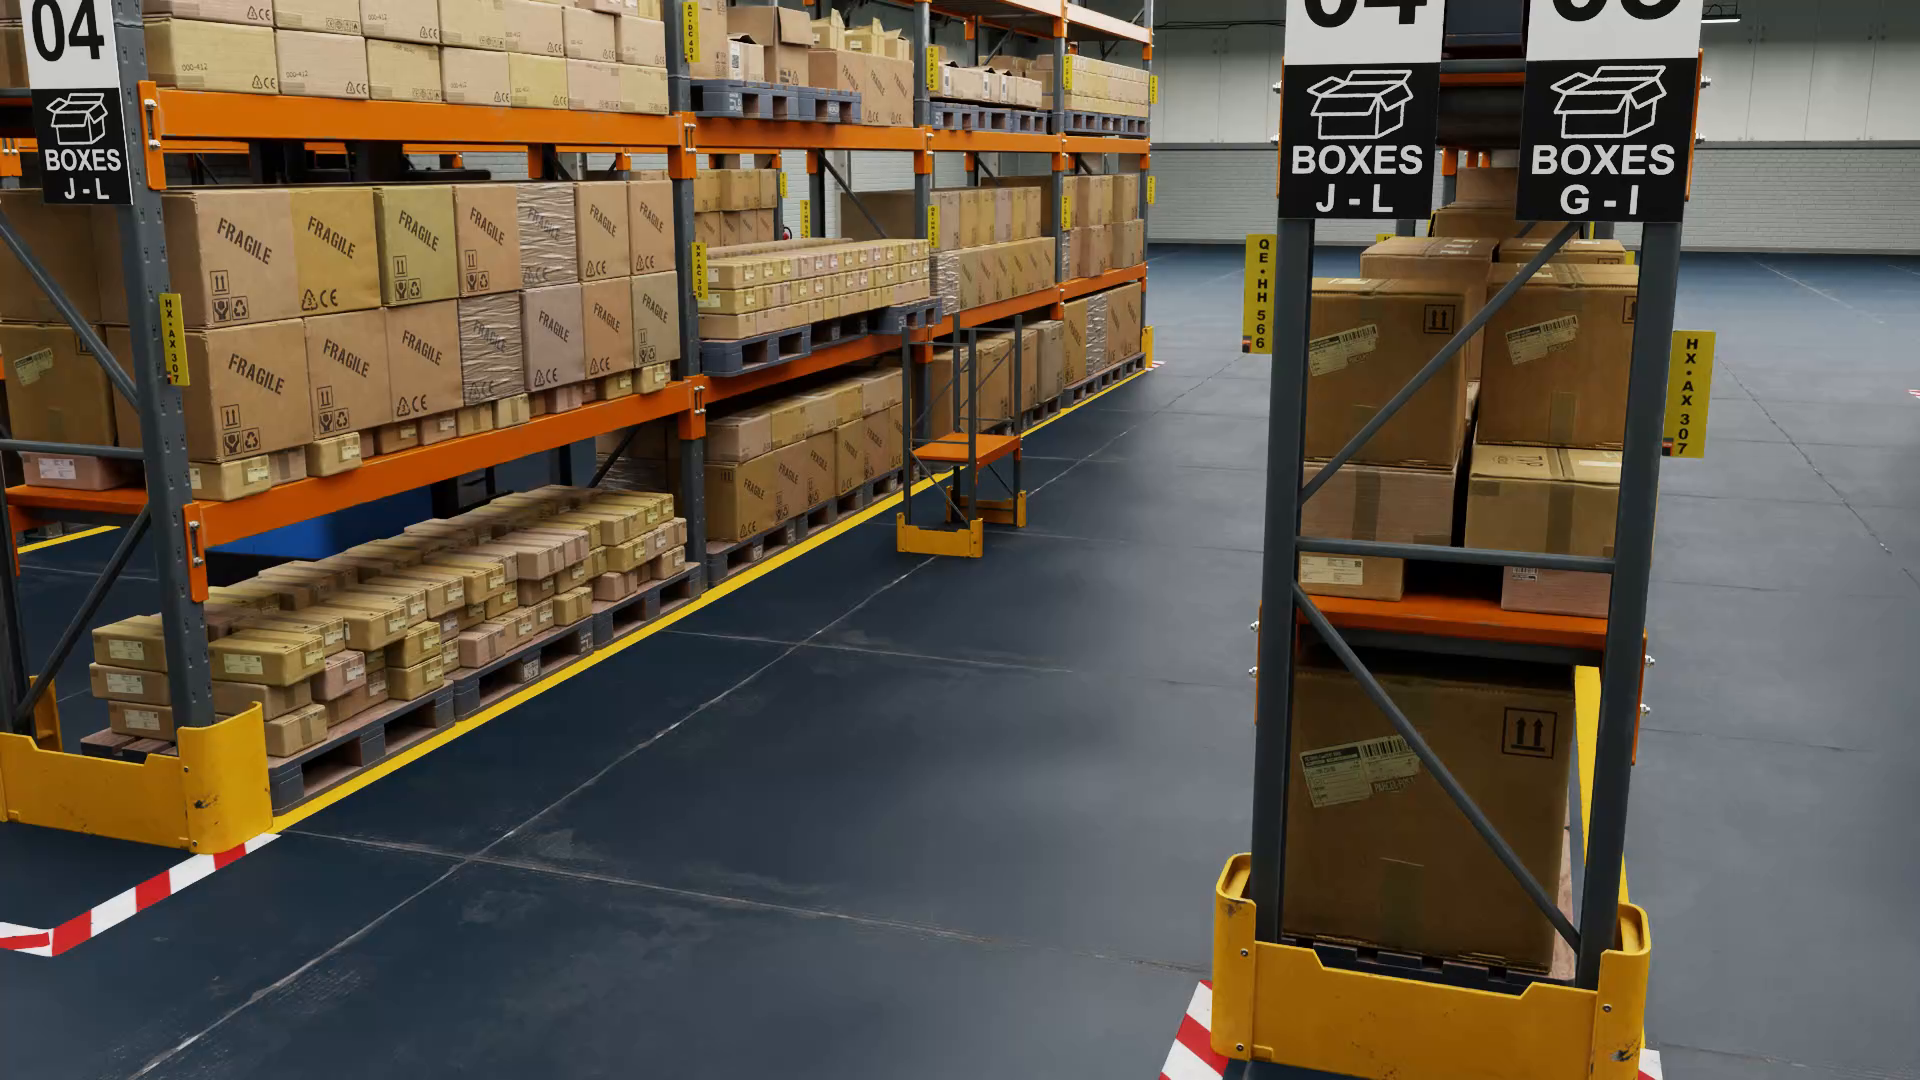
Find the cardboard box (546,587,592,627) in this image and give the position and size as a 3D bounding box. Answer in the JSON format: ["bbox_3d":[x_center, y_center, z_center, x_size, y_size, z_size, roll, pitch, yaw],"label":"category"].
[{"bbox_3d":[-2.165,0.337,8.736,0.380,0.149,0.250,4,14,18],"label":"cardboard box"}]

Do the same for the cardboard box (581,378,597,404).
[{"bbox_3d":[-2.168,-0.811,8.864,0.380,0.149,0.250,4,13,17],"label":"cardboard box"}]

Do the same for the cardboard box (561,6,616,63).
[{"bbox_3d":[-2.114,-2.582,8.534,0.500,0.250,0.500,4,13,16],"label":"cardboard box"}]

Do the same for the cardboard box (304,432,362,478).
[{"bbox_3d":[-2.724,-0.363,6.902,0.380,0.149,0.250,4,13,17],"label":"cardboard box"}]

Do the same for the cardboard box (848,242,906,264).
[{"bbox_3d":[-0.625,-2.144,12.425,0.380,0.149,0.250,5,14,20],"label":"cardboard box"}]

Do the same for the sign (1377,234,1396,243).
[{"bbox_3d":[2.118,-1.358,8.273,0.100,0.325,0.005,4,14,18],"label":"sign"}]

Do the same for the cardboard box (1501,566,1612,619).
[{"bbox_3d":[1.767,0.118,4.793,0.380,0.149,0.250,5,14,19],"label":"cardboard box"}]

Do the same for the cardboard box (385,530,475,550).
[{"bbox_3d":[-2.746,0.057,8.623,0.380,0.149,0.250,4,13,16],"label":"cardboard box"}]

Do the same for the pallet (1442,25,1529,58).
[{"bbox_3d":[1.963,-1.787,6.034,1.003,0.211,1.213,4,14,18],"label":"pallet"}]

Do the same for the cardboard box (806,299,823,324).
[{"bbox_3d":[-1.130,-1.523,11.042,0.380,0.149,0.250,4,13,16],"label":"cardboard box"}]

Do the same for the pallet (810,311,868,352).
[{"bbox_3d":[-1.333,-1.503,11.761,1.003,0.211,1.213,4,14,18],"label":"pallet"}]

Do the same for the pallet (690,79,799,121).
[{"bbox_3d":[-1.725,-2.667,10.112,1.213,0.211,1.003,4,14,18],"label":"pallet"}]

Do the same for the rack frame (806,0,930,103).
[{"bbox_3d":[-0.732,-4.941,12.911,1.000,3.000,0.127,4,14,18],"label":"rack frame"}]

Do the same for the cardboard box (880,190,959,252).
[{"bbox_3d":[-0.415,-2.752,14.335,0.700,0.500,0.500,4,13,18],"label":"cardboard box"}]

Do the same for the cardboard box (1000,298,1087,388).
[{"bbox_3d":[0.832,-2.154,18.017,0.875,0.875,0.875,5,14,19],"label":"cardboard box"}]

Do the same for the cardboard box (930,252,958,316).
[{"bbox_3d":[-0.331,-2.140,13.897,0.500,0.500,0.500,5,14,19],"label":"cardboard box"}]

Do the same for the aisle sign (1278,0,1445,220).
[{"bbox_3d":[1.033,-1.227,4.280,0.394,0.787,0.004,4,14,18],"label":"aisle sign"}]

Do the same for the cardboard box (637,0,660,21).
[{"bbox_3d":[-1.868,-2.915,9.097,0.380,0.149,0.250,4,13,16],"label":"cardboard box"}]

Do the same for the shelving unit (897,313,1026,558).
[{"bbox_3d":[0.025,-0.747,11.391,0.587,1.500,1.083,4,14,18],"label":"shelving unit"}]

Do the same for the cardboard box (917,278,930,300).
[{"bbox_3d":[-0.456,-1.961,12.960,0.380,0.149,0.250,5,14,19],"label":"cardboard box"}]

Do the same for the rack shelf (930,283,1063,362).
[{"bbox_3d":[-0.085,-2.086,15.504,1.077,0.370,4.000,4,14,18],"label":"rack shelf"}]

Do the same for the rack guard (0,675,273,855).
[{"bbox_3d":[-3.296,0.871,6.547,1.175,0.500,0.348,4,14,18],"label":"rack guard"}]

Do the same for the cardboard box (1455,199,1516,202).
[{"bbox_3d":[3.677,-2.023,11.129,0.797,0.503,0.637,5,14,20],"label":"cardboard box"}]

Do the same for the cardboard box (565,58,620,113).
[{"bbox_3d":[-2.102,-2.336,8.577,0.500,0.250,0.500,4,14,18],"label":"cardboard box"}]

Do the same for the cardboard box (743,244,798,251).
[{"bbox_3d":[-1.405,-2.084,12.161,0.380,0.149,0.250,5,14,21],"label":"cardboard box"}]

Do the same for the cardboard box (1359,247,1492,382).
[{"bbox_3d":[1.907,-0.937,6.837,0.500,0.500,0.500,4,13,17],"label":"cardboard box"}]

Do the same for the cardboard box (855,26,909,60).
[{"bbox_3d":[-0.617,-3.796,12.694,0.396,0.266,0.258,4,14,18],"label":"cardboard box"}]

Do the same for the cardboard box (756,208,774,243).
[{"bbox_3d":[-2.775,-4.095,21.795,0.500,0.500,0.500,4,13,17],"label":"cardboard box"}]

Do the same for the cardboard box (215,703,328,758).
[{"bbox_3d":[-2.848,0.766,6.852,0.380,0.149,0.250,5,14,20],"label":"cardboard box"}]

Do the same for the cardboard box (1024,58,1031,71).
[{"bbox_3d":[0.543,-5.046,17.719,0.380,0.149,0.250,4,14,18],"label":"cardboard box"}]

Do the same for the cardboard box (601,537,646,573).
[{"bbox_3d":[-1.973,0.071,9.229,0.380,0.149,0.250,4,13,16],"label":"cardboard box"}]

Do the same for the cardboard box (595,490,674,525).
[{"bbox_3d":[-1.895,-0.185,9.683,0.380,0.149,0.250,5,14,20],"label":"cardboard box"}]

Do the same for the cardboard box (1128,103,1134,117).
[{"bbox_3d":[1.823,-5.039,19.479,0.380,0.149,0.250,4,14,19],"label":"cardboard box"}]

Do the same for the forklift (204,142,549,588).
[{"bbox_3d":[-3.714,-1.362,10.870,1.130,2.935,3.031,4,13,15],"label":"forklift"}]

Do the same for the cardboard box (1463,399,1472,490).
[{"bbox_3d":[1.575,-0.360,5.993,0.500,0.250,0.500,4,13,16],"label":"cardboard box"}]

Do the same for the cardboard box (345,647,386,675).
[{"bbox_3d":[-2.770,0.505,7.327,0.380,0.149,0.250,5,14,19],"label":"cardboard box"}]

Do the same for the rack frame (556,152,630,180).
[{"bbox_3d":[-4.154,-3.193,18.737,1.000,3.000,0.127,4,14,18],"label":"rack frame"}]

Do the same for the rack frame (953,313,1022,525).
[{"bbox_3d":[0.192,-0.856,11.869,0.500,1.500,0.032,4,14,18],"label":"rack frame"}]

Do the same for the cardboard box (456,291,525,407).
[{"bbox_3d":[-2.435,-0.924,7.904,0.500,0.500,0.500,4,13,17],"label":"cardboard box"}]

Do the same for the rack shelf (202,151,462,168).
[{"bbox_3d":[-8.205,-5.083,21.891,1.077,0.370,4.000,4,14,18],"label":"rack shelf"}]

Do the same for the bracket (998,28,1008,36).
[{"bbox_3d":[1.273,-15.194,49.743,0.235,0.232,0.430,4,14,18],"label":"bracket"}]

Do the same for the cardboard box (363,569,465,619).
[{"bbox_3d":[-2.550,0.251,7.772,0.380,0.149,0.250,5,14,21],"label":"cardboard box"}]

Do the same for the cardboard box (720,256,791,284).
[{"bbox_3d":[-1.293,-1.709,10.517,0.380,0.149,0.250,4,14,19],"label":"cardboard box"}]

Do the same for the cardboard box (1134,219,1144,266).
[{"bbox_3d":[1.780,-3.692,20.586,0.875,0.550,0.550,4,14,18],"label":"cardboard box"}]

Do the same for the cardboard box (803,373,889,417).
[{"bbox_3d":[-0.858,-1.098,12.544,0.500,0.250,0.500,5,14,19],"label":"cardboard box"}]

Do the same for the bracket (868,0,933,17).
[{"bbox_3d":[-1.502,-13.388,41.831,0.076,0.066,4.783,4,14,18],"label":"bracket"}]

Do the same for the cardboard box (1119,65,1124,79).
[{"bbox_3d":[1.657,-5.319,18.916,0.380,0.149,0.250,4,13,18],"label":"cardboard box"}]

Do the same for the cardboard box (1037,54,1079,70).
[{"bbox_3d":[1.002,-4.892,17.045,0.380,0.149,0.250,4,14,19],"label":"cardboard box"}]

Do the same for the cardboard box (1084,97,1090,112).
[{"bbox_3d":[1.166,-4.611,17.603,0.380,0.149,0.250,4,14,18],"label":"cardboard box"}]

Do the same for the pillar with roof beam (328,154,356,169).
[{"bbox_3d":[-4.562,-6.925,21.606,9.100,9.000,0.400,4,14,18],"label":"pillar with roof beam"}]

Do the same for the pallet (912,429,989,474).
[{"bbox_3d":[-0.405,-0.817,14.593,1.003,0.211,1.213,4,14,18],"label":"pallet"}]

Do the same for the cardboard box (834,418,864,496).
[{"bbox_3d":[-1.024,-0.623,12.150,0.500,0.500,0.500,4,13,16],"label":"cardboard box"}]

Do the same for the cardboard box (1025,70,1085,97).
[{"bbox_3d":[0.986,-4.729,17.224,0.500,0.250,0.500,4,14,19],"label":"cardboard box"}]

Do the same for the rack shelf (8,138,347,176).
[{"bbox_3d":[-6.095,-3.042,12.949,1.077,0.370,4.000,4,14,18],"label":"rack shelf"}]

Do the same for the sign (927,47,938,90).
[{"bbox_3d":[-0.219,-3.691,13.015,0.100,0.325,0.005,4,14,18],"label":"sign"}]

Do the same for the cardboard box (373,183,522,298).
[{"bbox_3d":[-2.416,-1.410,7.786,0.500,0.500,0.500,4,13,17],"label":"cardboard box"}]

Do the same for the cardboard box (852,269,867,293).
[{"bbox_3d":[-0.876,-1.835,11.737,0.380,0.149,0.250,5,14,20],"label":"cardboard box"}]
